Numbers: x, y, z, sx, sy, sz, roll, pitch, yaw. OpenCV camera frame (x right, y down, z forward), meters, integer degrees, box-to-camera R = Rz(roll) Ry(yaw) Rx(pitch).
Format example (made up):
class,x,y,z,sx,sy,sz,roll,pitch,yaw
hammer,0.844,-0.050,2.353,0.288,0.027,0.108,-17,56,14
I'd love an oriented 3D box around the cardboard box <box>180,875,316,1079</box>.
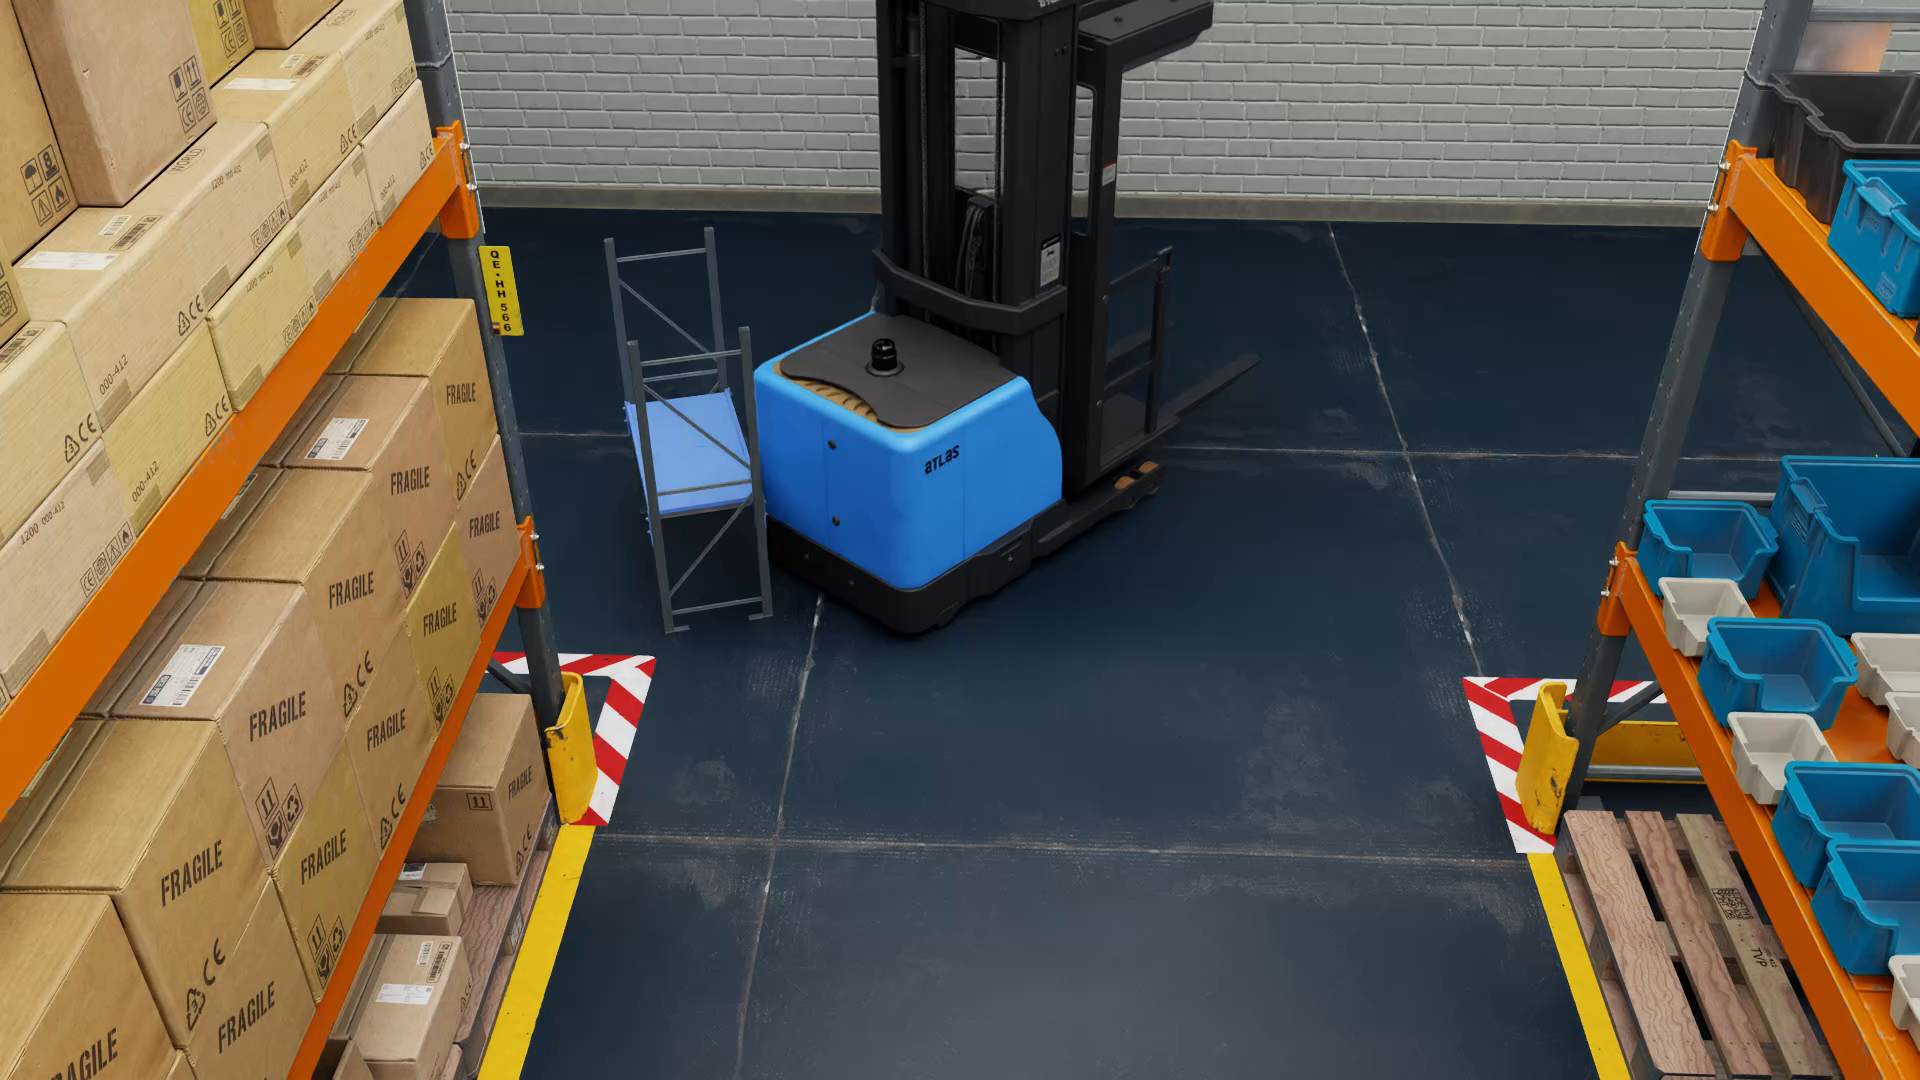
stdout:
class,x,y,z,sx,sy,sz,roll,pitch,yaw
cardboard box,-1.909,1.140,3.932,0.500,0.500,0.500,1,35,2

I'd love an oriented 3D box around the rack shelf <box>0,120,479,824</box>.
class,x,y,z,sx,sy,sz,roll,pitch,yaw
rack shelf,-2.161,-0.032,3.704,1.077,0.370,4.000,1,35,2

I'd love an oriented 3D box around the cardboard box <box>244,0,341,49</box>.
class,x,y,z,sx,sy,sz,roll,pitch,yaw
cardboard box,-2.085,-1.630,4.396,0.700,0.500,0.500,1,35,2

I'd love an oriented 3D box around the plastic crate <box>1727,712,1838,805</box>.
class,x,y,z,sx,sy,sz,roll,pitch,yaw
plastic crate,2.407,0.658,4.883,0.250,0.136,0.298,1,35,2

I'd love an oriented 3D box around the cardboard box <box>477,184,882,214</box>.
class,x,y,z,sx,sy,sz,roll,pitch,yaw
cardboard box,-3.488,-3.543,10.595,6.002,3.100,0.262,2,35,2

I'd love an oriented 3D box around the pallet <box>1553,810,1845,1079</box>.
class,x,y,z,sx,sy,sz,roll,pitch,yaw
pallet,2.797,1.482,5.958,1.003,0.211,1.213,1,35,2

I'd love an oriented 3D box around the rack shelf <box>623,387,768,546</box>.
class,x,y,z,sx,sy,sz,roll,pitch,yaw
rack shelf,-1.249,-0.362,7.773,0.538,0.185,1.000,-9,36,-12

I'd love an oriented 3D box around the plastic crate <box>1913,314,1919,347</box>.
class,x,y,z,sx,sy,sz,roll,pitch,yaw
plastic crate,2.533,-0.463,3.745,0.504,0.338,0.767,1,35,2

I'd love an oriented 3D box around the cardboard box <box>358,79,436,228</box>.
class,x,y,z,sx,sy,sz,roll,pitch,yaw
cardboard box,-1.838,-1.113,4.747,0.500,0.250,0.500,1,35,2

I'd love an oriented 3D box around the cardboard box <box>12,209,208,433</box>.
class,x,y,z,sx,sy,sz,roll,pitch,yaw
cardboard box,-1.903,-0.456,3.377,0.500,0.250,0.500,1,35,2

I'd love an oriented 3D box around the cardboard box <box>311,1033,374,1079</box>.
class,x,y,z,sx,sy,sz,roll,pitch,yaw
cardboard box,-2.171,1.811,4.852,0.797,0.503,0.637,1,35,2

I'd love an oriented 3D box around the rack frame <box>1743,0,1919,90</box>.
class,x,y,z,sx,sy,sz,roll,pitch,yaw
rack frame,2.869,-2.587,4.104,1.000,3.000,0.127,1,35,2

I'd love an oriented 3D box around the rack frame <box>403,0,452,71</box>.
class,x,y,z,sx,sy,sz,roll,pitch,yaw
rack frame,-2.080,-2.703,4.270,1.000,3.000,0.127,1,35,2

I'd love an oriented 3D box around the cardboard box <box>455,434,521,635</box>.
class,x,y,z,sx,sy,sz,roll,pitch,yaw
cardboard box,-1.826,-0.026,5.591,0.500,0.500,0.500,2,35,3

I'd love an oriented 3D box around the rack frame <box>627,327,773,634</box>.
class,x,y,z,sx,sy,sz,roll,pitch,yaw
rack frame,-1.115,-0.227,7.268,0.500,1.500,0.032,-9,36,-12

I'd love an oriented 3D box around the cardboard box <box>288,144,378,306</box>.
class,x,y,z,sx,sy,sz,roll,pitch,yaw
cardboard box,-1.869,-0.826,4.339,0.500,0.250,0.500,1,35,2

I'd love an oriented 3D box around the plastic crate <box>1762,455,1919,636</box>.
class,x,y,z,sx,sy,sz,roll,pitch,yaw
plastic crate,3.042,0.026,5.522,0.616,0.435,0.499,1,35,2

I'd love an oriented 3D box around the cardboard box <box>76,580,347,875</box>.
class,x,y,z,sx,sy,sz,roll,pitch,yaw
cardboard box,-1.880,0.447,4.049,0.500,0.500,0.500,2,35,3

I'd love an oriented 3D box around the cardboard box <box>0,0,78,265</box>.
class,x,y,z,sx,sy,sz,roll,pitch,yaw
cardboard box,-2.216,-0.770,3.172,0.700,0.500,0.500,1,35,2

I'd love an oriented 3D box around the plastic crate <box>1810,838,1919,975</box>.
class,x,y,z,sx,sy,sz,roll,pitch,yaw
plastic crate,2.465,0.975,4.347,0.416,0.233,0.300,1,35,2

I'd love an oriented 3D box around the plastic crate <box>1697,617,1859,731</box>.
class,x,y,z,sx,sy,sz,roll,pitch,yaw
plastic crate,2.504,0.424,5.131,0.416,0.233,0.300,1,35,2

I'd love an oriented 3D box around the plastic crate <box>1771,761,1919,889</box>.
class,x,y,z,sx,sy,sz,roll,pitch,yaw
plastic crate,2.477,0.803,4.593,0.416,0.233,0.300,1,35,2

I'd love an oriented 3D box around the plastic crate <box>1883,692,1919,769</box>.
class,x,y,z,sx,sy,sz,roll,pitch,yaw
plastic crate,2.991,0.590,4.979,0.396,0.136,0.243,1,35,2

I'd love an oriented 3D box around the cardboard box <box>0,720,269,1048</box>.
class,x,y,z,sx,sy,sz,roll,pitch,yaw
cardboard box,-1.900,0.744,3.627,0.500,0.500,0.500,0,35,0

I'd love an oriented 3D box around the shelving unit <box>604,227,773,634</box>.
class,x,y,z,sx,sy,sz,roll,pitch,yaw
shelving unit,-1.249,-0.509,7.670,0.538,1.500,1.048,-9,36,-12

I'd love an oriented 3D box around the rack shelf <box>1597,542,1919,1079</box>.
class,x,y,z,sx,sy,sz,roll,pitch,yaw
rack shelf,2.789,1.311,4.401,1.077,0.370,4.000,1,35,2

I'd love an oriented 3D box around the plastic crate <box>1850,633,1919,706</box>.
class,x,y,z,sx,sy,sz,roll,pitch,yaw
plastic crate,3.017,0.424,5.215,0.396,0.136,0.243,1,35,2

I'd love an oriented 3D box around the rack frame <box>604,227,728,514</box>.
class,x,y,z,sx,sy,sz,roll,pitch,yaw
rack frame,-1.383,-0.791,8.071,0.500,1.500,0.032,-9,36,-12

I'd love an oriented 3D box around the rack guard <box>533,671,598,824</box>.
class,x,y,z,sx,sy,sz,roll,pitch,yaw
rack guard,-2.083,0.818,6.652,1.175,0.500,0.348,1,35,2

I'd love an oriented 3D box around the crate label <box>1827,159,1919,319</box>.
class,x,y,z,sx,sy,sz,roll,pitch,yaw
crate label,2.509,-0.776,4.266,0.408,0.251,0.502,1,35,2

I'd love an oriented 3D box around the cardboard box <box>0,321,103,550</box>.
class,x,y,z,sx,sy,sz,roll,pitch,yaw
cardboard box,-1.923,-0.169,2.968,0.500,0.250,0.500,1,35,2

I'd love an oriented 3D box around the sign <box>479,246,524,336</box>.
class,x,y,z,sx,sy,sz,roll,pitch,yaw
sign,-1.527,-0.827,5.537,0.100,0.325,0.005,1,35,2

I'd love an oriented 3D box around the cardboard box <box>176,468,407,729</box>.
class,x,y,z,sx,sy,sz,roll,pitch,yaw
cardboard box,-1.859,0.152,4.469,0.500,0.500,0.500,2,35,3

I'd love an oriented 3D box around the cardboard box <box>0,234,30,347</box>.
class,x,y,z,sx,sy,sz,roll,pitch,yaw
cardboard box,-2.084,-0.479,2.758,0.700,0.500,0.500,1,35,2

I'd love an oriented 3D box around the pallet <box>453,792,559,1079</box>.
class,x,y,z,sx,sy,sz,roll,pitch,yaw
pallet,-2.114,1.394,6.083,1.003,0.211,1.213,1,35,2

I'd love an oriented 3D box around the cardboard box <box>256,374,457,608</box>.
class,x,y,z,sx,sy,sz,roll,pitch,yaw
cardboard box,-1.843,-0.146,4.893,0.500,0.500,0.500,2,35,3

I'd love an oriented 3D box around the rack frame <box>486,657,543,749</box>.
class,x,y,z,sx,sy,sz,roll,pitch,yaw
rack frame,-2.084,-0.249,5.995,0.949,2.616,0.053,1,35,2

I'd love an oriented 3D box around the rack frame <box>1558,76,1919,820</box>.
class,x,y,z,sx,sy,sz,roll,pitch,yaw
rack frame,2.869,-0.132,5.829,1.000,3.000,0.127,1,35,2

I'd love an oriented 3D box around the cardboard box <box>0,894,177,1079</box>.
class,x,y,z,sx,sy,sz,roll,pitch,yaw
cardboard box,-1.921,1.039,3.207,0.500,0.500,0.500,0,35,0

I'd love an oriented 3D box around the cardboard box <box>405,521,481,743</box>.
class,x,y,z,sx,sy,sz,roll,pitch,yaw
cardboard box,-1.844,0.272,5.167,0.500,0.500,0.500,2,35,2

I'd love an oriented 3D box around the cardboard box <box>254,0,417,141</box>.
class,x,y,z,sx,sy,sz,roll,pitch,yaw
cardboard box,-1.846,-1.318,4.604,0.500,0.250,0.500,1,35,2

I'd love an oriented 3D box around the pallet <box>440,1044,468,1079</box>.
class,x,y,z,sx,sy,sz,roll,pitch,yaw
pallet,-2.166,2.093,5.088,1.003,0.211,1.213,1,35,2

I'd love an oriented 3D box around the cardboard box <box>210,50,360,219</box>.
class,x,y,z,sx,sy,sz,roll,pitch,yaw
cardboard box,-1.866,-1.031,4.195,0.500,0.250,0.500,1,35,2

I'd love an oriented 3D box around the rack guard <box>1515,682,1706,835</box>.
class,x,y,z,sx,sy,sz,roll,pitch,yaw
rack guard,2.857,0.877,6.568,1.175,0.500,0.348,1,35,2

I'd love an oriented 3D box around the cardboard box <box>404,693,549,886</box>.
class,x,y,z,sx,sy,sz,roll,pitch,yaw
cardboard box,-1.856,0.912,6.135,0.500,0.500,0.500,1,35,2

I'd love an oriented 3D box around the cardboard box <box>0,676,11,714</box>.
class,x,y,z,sx,sy,sz,roll,pitch,yaw
cardboard box,-1.950,0.323,2.704,0.500,0.250,0.500,1,35,2

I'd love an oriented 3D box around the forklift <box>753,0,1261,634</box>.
class,x,y,z,sx,sy,sz,roll,pitch,yaw
forklift,0.419,-1.535,7.884,1.130,2.935,3.031,28,44,34

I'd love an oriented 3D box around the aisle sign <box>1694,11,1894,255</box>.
class,x,y,z,sx,sy,sz,roll,pitch,yaw
aisle sign,2.575,-1.244,5.150,0.394,0.787,0.004,1,35,2

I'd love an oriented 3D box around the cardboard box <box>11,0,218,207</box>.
class,x,y,z,sx,sy,sz,roll,pitch,yaw
cardboard box,-2.102,-1.055,3.578,0.700,0.500,0.500,1,35,2

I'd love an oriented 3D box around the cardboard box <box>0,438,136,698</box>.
class,x,y,z,sx,sy,sz,roll,pitch,yaw
cardboard box,-1.929,0.036,3.112,0.500,0.250,0.500,1,35,2

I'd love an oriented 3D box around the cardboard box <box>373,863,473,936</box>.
class,x,y,z,sx,sy,sz,roll,pitch,yaw
cardboard box,-1.962,1.279,5.903,0.380,0.166,0.250,1,35,2

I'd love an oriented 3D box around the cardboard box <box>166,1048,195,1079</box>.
class,x,y,z,sx,sy,sz,roll,pitch,yaw
cardboard box,-2.147,0.693,4.568,1.079,0.500,3.026,2,35,3

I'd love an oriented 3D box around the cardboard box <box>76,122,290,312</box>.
class,x,y,z,sx,sy,sz,roll,pitch,yaw
cardboard box,-1.890,-0.744,3.786,0.500,0.250,0.500,1,35,2

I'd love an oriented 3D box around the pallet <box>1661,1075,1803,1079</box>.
class,x,y,z,sx,sy,sz,roll,pitch,yaw
pallet,2.745,2.181,4.963,1.003,0.211,1.213,1,35,2

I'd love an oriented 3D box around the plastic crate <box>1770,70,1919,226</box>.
class,x,y,z,sx,sy,sz,roll,pitch,yaw
plastic crate,2.575,-1.091,4.699,0.497,0.269,0.590,1,35,2

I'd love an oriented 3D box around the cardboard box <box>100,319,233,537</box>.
class,x,y,z,sx,sy,sz,roll,pitch,yaw
cardboard box,-1.912,-0.252,3.521,0.500,0.250,0.500,1,35,2

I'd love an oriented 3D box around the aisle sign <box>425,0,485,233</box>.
class,x,y,z,sx,sy,sz,roll,pitch,yaw
aisle sign,-1.772,-1.344,5.293,0.394,0.787,0.004,1,35,2
